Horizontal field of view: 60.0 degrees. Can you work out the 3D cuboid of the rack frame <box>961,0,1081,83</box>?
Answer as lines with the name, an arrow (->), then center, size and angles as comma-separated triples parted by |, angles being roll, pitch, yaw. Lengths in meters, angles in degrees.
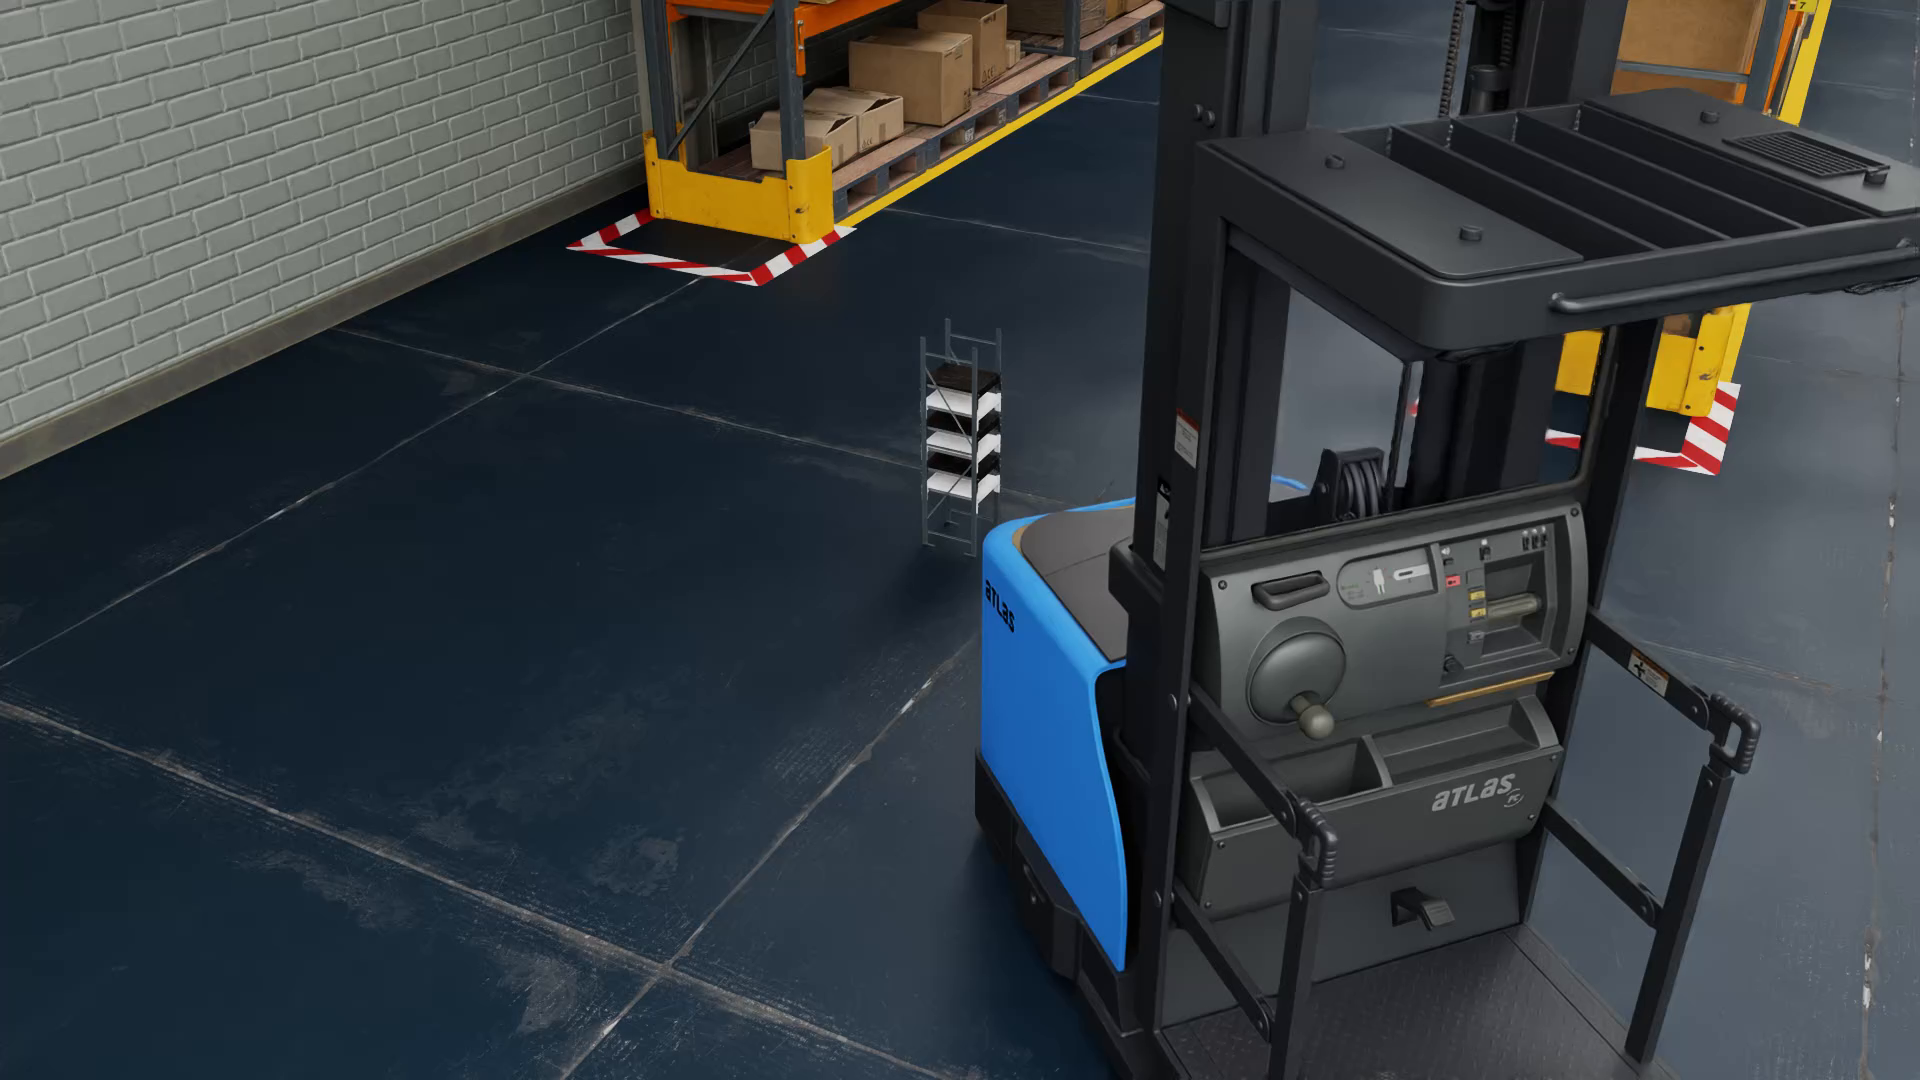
rack frame -> 0.455, -4.977, 12.405 | 1.000, 3.000, 0.127 | 14, 33, 23

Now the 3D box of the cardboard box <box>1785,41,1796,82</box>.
cardboard box -> 5.277, -3.215, 11.113 | 0.500, 0.311, 0.500 | 14, 33, 23

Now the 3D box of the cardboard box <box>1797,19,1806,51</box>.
cardboard box -> 6.203, -3.878, 12.831 | 0.500, 0.250, 0.500 | 15, 33, 24

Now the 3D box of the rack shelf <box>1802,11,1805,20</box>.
rack shelf -> 5.778, -4.430, 12.175 | 1.077, 0.370, 4.000 | 14, 33, 23

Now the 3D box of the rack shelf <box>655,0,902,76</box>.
rack shelf -> -0.456, -3.779, 11.041 | 1.077, 0.370, 4.000 | 14, 33, 23

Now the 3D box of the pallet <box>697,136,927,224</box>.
pallet -> -0.931, -2.381, 10.684 | 1.003, 0.211, 1.213 | 14, 33, 23

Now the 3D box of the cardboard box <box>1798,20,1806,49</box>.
cardboard box -> 6.435, -4.100, 13.218 | 0.500, 0.250, 0.500 | 14, 33, 23

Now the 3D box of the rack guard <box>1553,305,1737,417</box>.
rack guard -> 3.033, -0.987, 7.967 | 1.175, 0.500, 0.348 | 14, 33, 23

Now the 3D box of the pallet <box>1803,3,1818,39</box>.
pallet -> 7.063, -4.742, 14.795 | 1.003, 0.211, 1.213 | 14, 33, 23

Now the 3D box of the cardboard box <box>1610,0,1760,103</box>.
cardboard box -> 3.268, -2.329, 7.694 | 0.700, 0.500, 0.500 | 14, 33, 23

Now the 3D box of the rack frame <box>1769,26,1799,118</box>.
rack frame -> 4.867, -3.855, 10.451 | 1.000, 3.000, 0.127 | 14, 33, 23

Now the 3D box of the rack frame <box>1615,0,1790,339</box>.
rack frame -> 3.044, -2.082, 7.363 | 1.000, 3.000, 0.127 | 14, 33, 23

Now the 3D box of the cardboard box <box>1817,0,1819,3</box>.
cardboard box -> 7.151, -4.872, 14.291 | 0.500, 0.500, 0.500 | 16, 33, 25

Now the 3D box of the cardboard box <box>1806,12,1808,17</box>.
cardboard box -> 6.438, -4.342, 13.074 | 0.500, 0.311, 0.500 | 14, 33, 23

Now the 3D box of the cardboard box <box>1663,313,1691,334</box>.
cardboard box -> 3.487, -1.259, 8.270 | 0.500, 0.250, 0.500 | 14, 33, 23

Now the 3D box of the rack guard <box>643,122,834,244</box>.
rack guard -> -1.333, -2.154, 9.999 | 1.175, 0.500, 0.348 | 14, 33, 23

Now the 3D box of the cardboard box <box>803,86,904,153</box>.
cardboard box -> -0.712, -2.768, 10.816 | 0.500, 0.311, 0.500 | 17, 34, 27

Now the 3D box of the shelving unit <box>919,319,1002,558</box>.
shelving unit -> 0.004, -0.394, 6.532 | 0.258, 0.900, 0.210 | 14, 33, 23

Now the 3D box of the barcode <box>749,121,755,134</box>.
barcode -> -1.320, -2.618, 10.546 | 0.001, 0.075, 0.075 | 14, 33, 23

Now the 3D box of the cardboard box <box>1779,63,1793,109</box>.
cardboard box -> 5.505, -3.194, 11.639 | 0.500, 0.250, 0.500 | 15, 33, 24

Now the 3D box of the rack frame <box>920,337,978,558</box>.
rack frame -> -0.043, -0.349, 6.454 | 0.240, 0.900, 0.006 | 14, 33, 23

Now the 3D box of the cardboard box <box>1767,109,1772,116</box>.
cardboard box -> 4.850, -2.590, 10.587 | 0.500, 0.250, 0.500 | 14, 33, 23

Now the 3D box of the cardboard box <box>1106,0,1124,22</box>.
cardboard box -> 0.966, -4.655, 13.912 | 0.700, 0.500, 0.500 | 14, 33, 22

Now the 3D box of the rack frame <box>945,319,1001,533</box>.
rack frame -> 0.050, -0.439, 6.611 | 0.240, 0.900, 0.006 | 14, 33, 23

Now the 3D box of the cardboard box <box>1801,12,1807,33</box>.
cardboard box -> 5.976, -3.897, 12.300 | 0.500, 0.311, 0.500 | 15, 33, 25

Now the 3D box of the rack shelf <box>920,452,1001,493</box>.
rack shelf -> 0.004, -0.287, 6.594 | 0.258, 0.077, 0.200 | 14, 33, 23

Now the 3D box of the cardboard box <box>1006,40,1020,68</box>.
cardboard box -> 0.238, -3.696, 12.577 | 0.380, 0.166, 0.250 | 10, 31, 17

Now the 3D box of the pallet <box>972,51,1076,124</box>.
pallet -> 0.181, -3.462, 12.567 | 1.003, 0.211, 1.213 | 14, 33, 23

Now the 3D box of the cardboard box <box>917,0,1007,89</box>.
cardboard box -> 0.018, -3.615, 12.101 | 0.500, 0.500, 0.500 | 12, 32, 20

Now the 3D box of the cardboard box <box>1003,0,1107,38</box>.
cardboard box -> 0.776, -4.414, 13.493 | 0.700, 0.500, 0.500 | 15, 33, 25

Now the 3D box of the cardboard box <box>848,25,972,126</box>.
cardboard box -> -0.333, -3.164, 11.316 | 0.700, 0.500, 0.500 | 12, 32, 20

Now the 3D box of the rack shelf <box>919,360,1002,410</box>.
rack shelf -> 0.004, -0.599, 6.414 | 0.258, 0.077, 0.200 | 14, 33, 23

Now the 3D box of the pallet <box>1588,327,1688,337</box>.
pallet -> 3.356, -1.221, 8.665 | 1.003, 0.211, 1.213 | 14, 33, 23

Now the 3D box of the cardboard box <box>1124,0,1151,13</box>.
cardboard box -> 1.235, -4.872, 14.290 | 0.700, 0.500, 0.500 | 15, 33, 24

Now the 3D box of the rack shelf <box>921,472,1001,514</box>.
rack shelf -> 0.004, -0.209, 6.638 | 0.258, 0.077, 0.200 | 14, 33, 23

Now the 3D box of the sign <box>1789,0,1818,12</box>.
sign -> 3.536, -2.363, 6.904 | 0.100, 0.325, 0.005 | 14, 33, 23

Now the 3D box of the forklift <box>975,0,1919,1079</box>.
forklift -> 1.039, 0.217, 3.429 | 1.130, 2.935, 3.031 | -11, 32, -18

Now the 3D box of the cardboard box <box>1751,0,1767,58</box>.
cardboard box -> 3.735, -2.782, 8.482 | 0.700, 0.500, 0.500 | 15, 33, 24

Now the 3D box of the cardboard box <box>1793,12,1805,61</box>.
cardboard box -> 5.744, -3.665, 11.897 | 0.500, 0.311, 0.500 | 13, 32, 22

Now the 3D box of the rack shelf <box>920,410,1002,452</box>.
rack shelf -> 0.004, -0.443, 6.504 | 0.258, 0.077, 0.200 | 14, 33, 23

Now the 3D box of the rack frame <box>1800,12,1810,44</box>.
rack frame -> 6.689, -5.629, 13.539 | 1.000, 3.000, 0.127 | 14, 33, 23

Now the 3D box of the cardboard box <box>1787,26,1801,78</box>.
cardboard box -> 5.509, -3.436, 11.497 | 0.500, 0.311, 0.500 | 14, 33, 23

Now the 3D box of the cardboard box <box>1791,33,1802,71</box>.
cardboard box -> 5.971, -3.649, 12.432 | 0.500, 0.250, 0.500 | 15, 33, 24

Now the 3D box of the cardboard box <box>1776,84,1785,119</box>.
cardboard box -> 5.271, -2.968, 11.245 | 0.500, 0.250, 0.500 | 13, 33, 22

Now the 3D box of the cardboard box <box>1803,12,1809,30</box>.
cardboard box -> 6.666, -4.330, 13.617 | 0.500, 0.250, 0.500 | 15, 33, 24

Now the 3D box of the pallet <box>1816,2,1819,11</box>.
pallet -> 7.619, -5.280, 15.733 | 1.003, 0.211, 1.213 | 14, 33, 23

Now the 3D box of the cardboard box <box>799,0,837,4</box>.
cardboard box -> -0.862, -3.292, 9.601 | 0.500, 0.250, 0.500 | 13, 32, 22

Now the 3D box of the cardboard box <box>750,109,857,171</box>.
cardboard box -> -0.972, -2.515, 10.376 | 0.500, 0.311, 0.500 | 11, 32, 18

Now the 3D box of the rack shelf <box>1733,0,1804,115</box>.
rack shelf -> 3.956, -2.657, 9.087 | 1.077, 0.370, 4.000 | 14, 33, 23

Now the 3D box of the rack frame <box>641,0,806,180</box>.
rack frame -> -1.367, -3.204, 9.318 | 1.000, 3.000, 0.127 | 14, 33, 23

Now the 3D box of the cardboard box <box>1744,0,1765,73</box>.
cardboard box -> 3.503, -2.563, 8.101 | 0.700, 0.500, 0.500 | 15, 33, 25

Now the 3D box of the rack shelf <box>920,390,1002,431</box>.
rack shelf -> 0.004, -0.521, 6.459 | 0.258, 0.077, 0.200 | 14, 33, 23

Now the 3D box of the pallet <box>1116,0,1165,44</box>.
pallet -> 1.363, -4.656, 14.647 | 1.003, 0.211, 1.213 | 14, 33, 23

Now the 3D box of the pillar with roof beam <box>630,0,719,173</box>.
pillar with roof beam -> 2.014, -5.336, 7.005 | 9.100, 9.000, 0.400 | 14, 33, 23

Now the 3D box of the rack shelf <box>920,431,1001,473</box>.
rack shelf -> 0.004, -0.365, 6.549 | 0.258, 0.077, 0.200 | 14, 33, 23

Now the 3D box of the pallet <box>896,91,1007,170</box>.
pallet -> -0.374, -2.920, 11.622 | 1.003, 0.211, 1.213 | 14, 33, 23

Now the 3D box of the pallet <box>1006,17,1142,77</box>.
pallet -> 0.808, -4.114, 13.701 | 1.003, 0.211, 1.213 | 14, 33, 23
